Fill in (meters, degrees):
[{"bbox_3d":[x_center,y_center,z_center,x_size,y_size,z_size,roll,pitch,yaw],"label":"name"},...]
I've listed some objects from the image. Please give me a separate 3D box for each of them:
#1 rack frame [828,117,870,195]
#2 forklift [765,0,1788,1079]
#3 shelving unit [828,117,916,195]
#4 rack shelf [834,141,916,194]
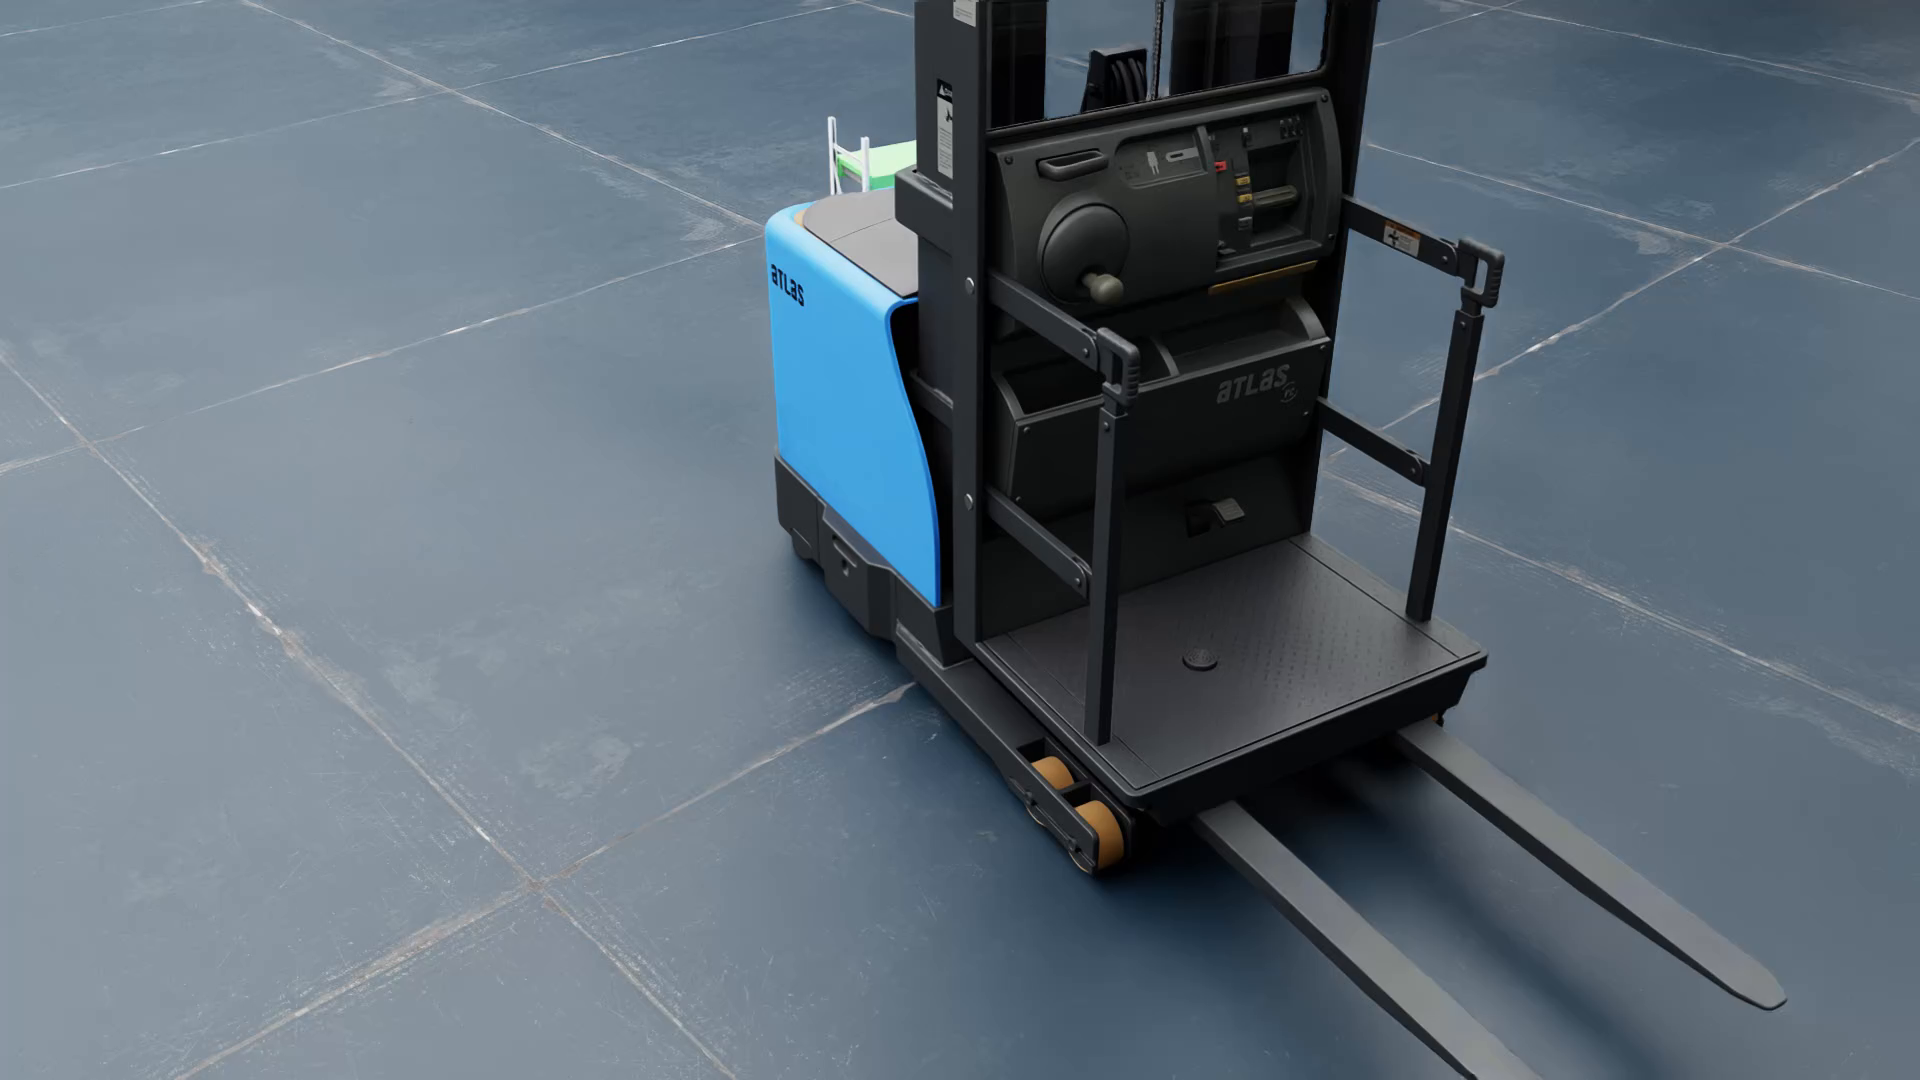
[{"bbox_3d":[-0.334,-0.717,5.272,0.015,1.200,0.240,-17,35,-25],"label":"rack frame"},{"bbox_3d":[0.606,-0.737,3.646,1.130,2.935,3.031,-17,35,-25],"label":"forklift"},{"bbox_3d":[-0.123,-0.781,5.377,0.503,1.200,0.258,-17,35,-25],"label":"shelving unit"},{"bbox_3d":[-0.123,-1.136,5.160,0.480,0.148,0.258,-17,35,-25],"label":"rack shelf"}]
